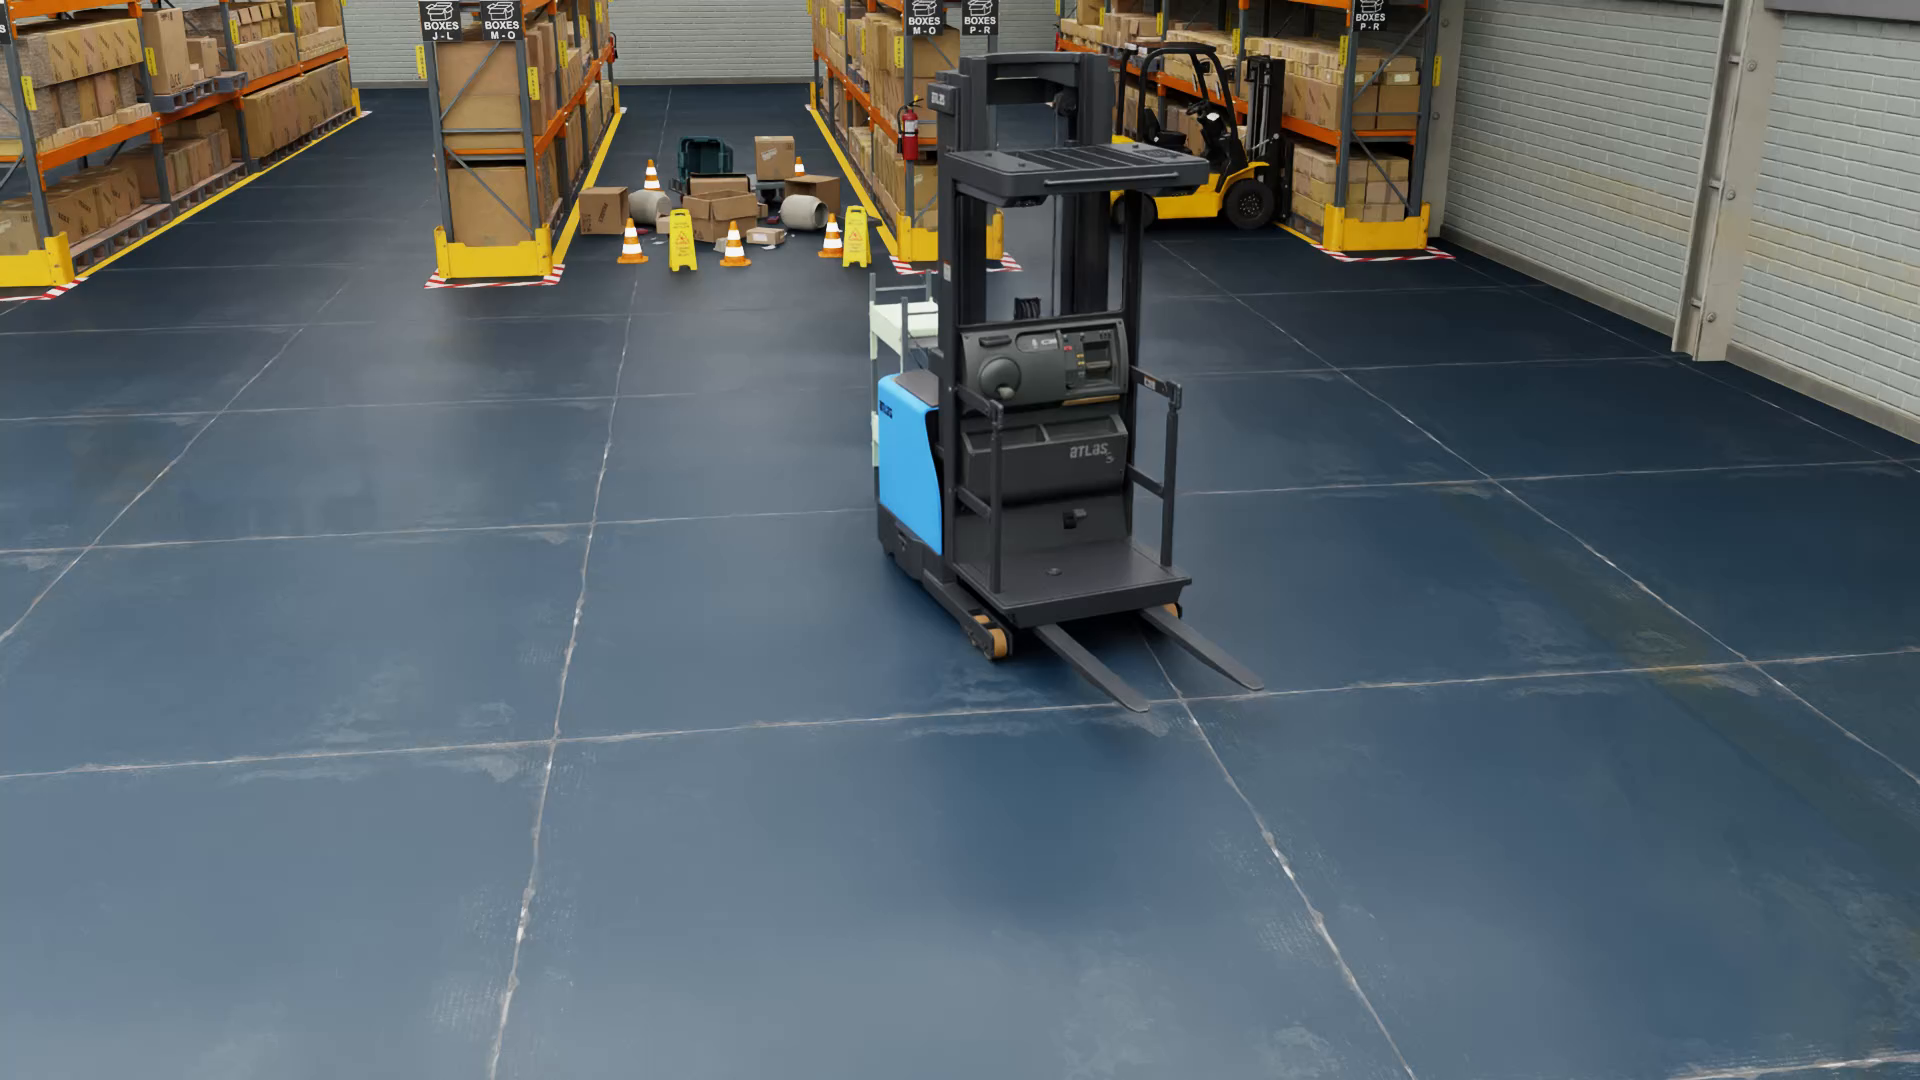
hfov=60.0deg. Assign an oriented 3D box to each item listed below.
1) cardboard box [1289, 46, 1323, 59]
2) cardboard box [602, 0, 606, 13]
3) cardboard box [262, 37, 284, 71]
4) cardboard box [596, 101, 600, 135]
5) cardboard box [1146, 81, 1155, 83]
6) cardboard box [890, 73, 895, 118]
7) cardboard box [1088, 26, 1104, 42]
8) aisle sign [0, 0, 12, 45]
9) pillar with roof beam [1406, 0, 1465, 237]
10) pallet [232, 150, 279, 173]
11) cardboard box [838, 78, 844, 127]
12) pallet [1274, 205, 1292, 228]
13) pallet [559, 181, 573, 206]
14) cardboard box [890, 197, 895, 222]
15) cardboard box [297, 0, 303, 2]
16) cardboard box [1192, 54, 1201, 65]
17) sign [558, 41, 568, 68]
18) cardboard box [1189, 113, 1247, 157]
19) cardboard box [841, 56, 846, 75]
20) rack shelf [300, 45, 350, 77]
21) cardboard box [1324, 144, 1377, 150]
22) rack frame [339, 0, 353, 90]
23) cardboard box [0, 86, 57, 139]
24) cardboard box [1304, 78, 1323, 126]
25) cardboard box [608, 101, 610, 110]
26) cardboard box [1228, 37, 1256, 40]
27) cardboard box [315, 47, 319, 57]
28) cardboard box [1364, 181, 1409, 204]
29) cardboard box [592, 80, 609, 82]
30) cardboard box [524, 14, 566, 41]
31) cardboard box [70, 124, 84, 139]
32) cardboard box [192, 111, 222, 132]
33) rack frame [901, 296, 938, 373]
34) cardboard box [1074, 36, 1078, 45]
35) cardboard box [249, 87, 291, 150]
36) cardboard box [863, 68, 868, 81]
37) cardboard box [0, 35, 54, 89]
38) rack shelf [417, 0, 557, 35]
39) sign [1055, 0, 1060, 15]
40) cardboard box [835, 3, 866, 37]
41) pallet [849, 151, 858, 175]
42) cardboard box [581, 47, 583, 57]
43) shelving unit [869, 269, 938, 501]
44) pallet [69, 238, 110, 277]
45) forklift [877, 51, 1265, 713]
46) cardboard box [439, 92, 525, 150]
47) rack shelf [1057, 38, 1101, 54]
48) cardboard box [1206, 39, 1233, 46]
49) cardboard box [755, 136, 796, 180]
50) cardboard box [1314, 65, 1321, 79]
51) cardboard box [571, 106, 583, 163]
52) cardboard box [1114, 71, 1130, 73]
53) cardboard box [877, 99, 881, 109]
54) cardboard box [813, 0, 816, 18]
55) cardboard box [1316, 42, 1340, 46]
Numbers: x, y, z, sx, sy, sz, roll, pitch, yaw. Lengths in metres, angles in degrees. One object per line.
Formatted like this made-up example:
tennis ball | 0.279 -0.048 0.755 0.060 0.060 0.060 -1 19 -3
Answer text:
cardboard box | 4.304 -6.035 20.593 0.380 0.149 0.250 -3 21 -8
cardboard box | -6.822 -9.970 30.626 0.500 0.500 0.500 -2 21 -5
cardboard box | -11.153 -7.763 26.571 0.500 0.500 0.500 -3 21 -8
cardboard box | -6.285 -7.036 27.740 0.500 0.500 0.500 -3 21 -9
cardboard box | 3.462 -8.094 29.645 0.380 0.149 0.250 -3 21 -8
cardboard box | -0.520 -5.095 19.003 0.500 0.500 0.500 -3 21 -8
cardboard box | 2.679 -9.374 30.816 0.500 0.250 0.500 -3 21 -8
aisle sign | -9.602 -5.273 16.332 0.394 0.787 0.004 -3 21 -8
pillar with roof beam | 1.342 -7.693 17.952 9.100 9.000 0.400 -3 21 -8
pallet | -11.100 -5.802 25.449 1.003 0.211 1.213 -3 21 -8
cardboard box | -1.662 -7.707 29.000 0.875 0.875 0.875 -2 21 -6
pallet | 4.486 -4.191 21.135 1.003 0.211 1.213 -3 21 -8
pallet | -5.747 -4.619 22.281 1.003 0.211 1.213 -3 21 -8
cardboard box | -0.551 -3.916 19.744 0.500 0.250 0.500 -3 21 -8
cardboard box | -12.340 -9.669 30.534 0.500 0.500 0.500 -3 21 -9
cardboard box | 3.706 -7.050 24.304 0.500 0.250 0.500 -3 21 -7
sign | -5.013 -6.133 20.999 0.100 0.325 0.005 -3 21 -8
cardboard box | 3.933 -5.992 24.765 0.875 0.625 0.625 -4 21 -10
cardboard box | -1.584 -7.423 26.018 0.500 0.250 0.500 -4 21 -10
rack shelf | -11.926 -8.572 29.908 1.077 0.370 4.000 -3 21 -8
cardboard box | 4.791 -4.713 20.447 0.500 0.250 0.500 -3 21 -8
rack frame | -12.214 -9.601 31.636 1.000 3.000 0.127 -3 21 -8
cardboard box | -9.960 -4.440 17.248 0.875 0.500 0.500 -3 21 -8
cardboard box | 4.414 -5.197 19.701 0.500 0.500 0.500 -2 21 -6
cardboard box | -6.772 -8.156 31.241 0.380 0.149 0.250 -4 21 -10
cardboard box | 4.145 -7.301 24.406 0.380 0.149 0.250 -2 21 -6
cardboard box | -11.504 -8.580 29.259 0.380 0.149 0.250 -3 21 -9
cardboard box | 4.948 -4.129 19.600 0.500 0.250 0.500 -3 21 -7
cardboard box | -6.964 -8.786 32.077 0.380 0.149 0.250 -3 21 -7
cardboard box | -6.009 -7.231 23.717 0.700 0.500 0.500 -3 21 -9
cardboard box | -9.900 -4.487 18.302 0.380 0.149 0.250 -3 21 -8
cardboard box | -10.935 -5.987 23.832 0.500 0.250 0.500 -2 21 -6
rack frame | -0.151 -0.741 10.055 0.400 1.500 0.023 -6 21 -17
cardboard box | 2.416 -9.659 32.149 0.380 0.149 0.250 -4 21 -9
cardboard box | -11.261 -6.582 25.988 1.225 0.875 0.875 -3 21 -8
cardboard box | -1.118 -6.369 22.741 0.380 0.149 0.250 -3 21 -9
cardboard box | -9.717 -4.920 17.106 0.500 0.500 0.500 -3 21 -8
rack shelf | -5.273 -6.037 18.835 1.077 0.370 4.000 -3 21 -8
sign | 1.967 -10.731 33.423 0.100 0.325 0.005 -3 21 -8
cardboard box | -1.735 -8.362 26.745 0.500 0.500 0.500 -3 21 -8
pallet | -1.143 -5.754 25.321 1.003 0.211 1.213 -3 21 -8
cardboard box | -6.196 -7.750 26.437 0.380 0.149 0.250 -3 21 -7
shelving unit | -0.262 -0.863 10.382 0.431 1.500 0.755 -6 21 -17
pallet | -10.001 -3.065 18.120 1.003 0.211 1.213 -3 21 -8
forklift | 0.534 -0.921 8.494 1.130 2.935 3.031 -8 22 -21
cardboard box | -5.083 -4.473 17.691 0.875 0.550 0.550 -3 21 -8
rack shelf | 2.792 -9.323 31.920 1.077 0.370 4.000 -3 21 -8
cardboard box | 3.751 -7.097 23.860 0.380 0.149 0.250 -3 21 -7
cardboard box | -2.435 -5.030 21.887 0.500 0.500 0.500 -3 21 -8
cardboard box | 4.415 -5.536 19.681 0.380 0.149 0.250 -3 21 -8
cardboard box | -6.139 -5.974 24.539 1.050 0.750 0.750 -3 21 -8
cardboard box | 2.929 -8.302 29.778 0.380 0.149 0.250 -3 21 -9
cardboard box | -0.862 -5.619 21.331 0.380 0.149 0.250 -2 21 -6
cardboard box | -2.539 -10.257 31.820 0.500 0.500 0.500 -3 21 -9
cardboard box | 4.741 -6.239 21.137 0.380 0.149 0.250 -3 21 -9
